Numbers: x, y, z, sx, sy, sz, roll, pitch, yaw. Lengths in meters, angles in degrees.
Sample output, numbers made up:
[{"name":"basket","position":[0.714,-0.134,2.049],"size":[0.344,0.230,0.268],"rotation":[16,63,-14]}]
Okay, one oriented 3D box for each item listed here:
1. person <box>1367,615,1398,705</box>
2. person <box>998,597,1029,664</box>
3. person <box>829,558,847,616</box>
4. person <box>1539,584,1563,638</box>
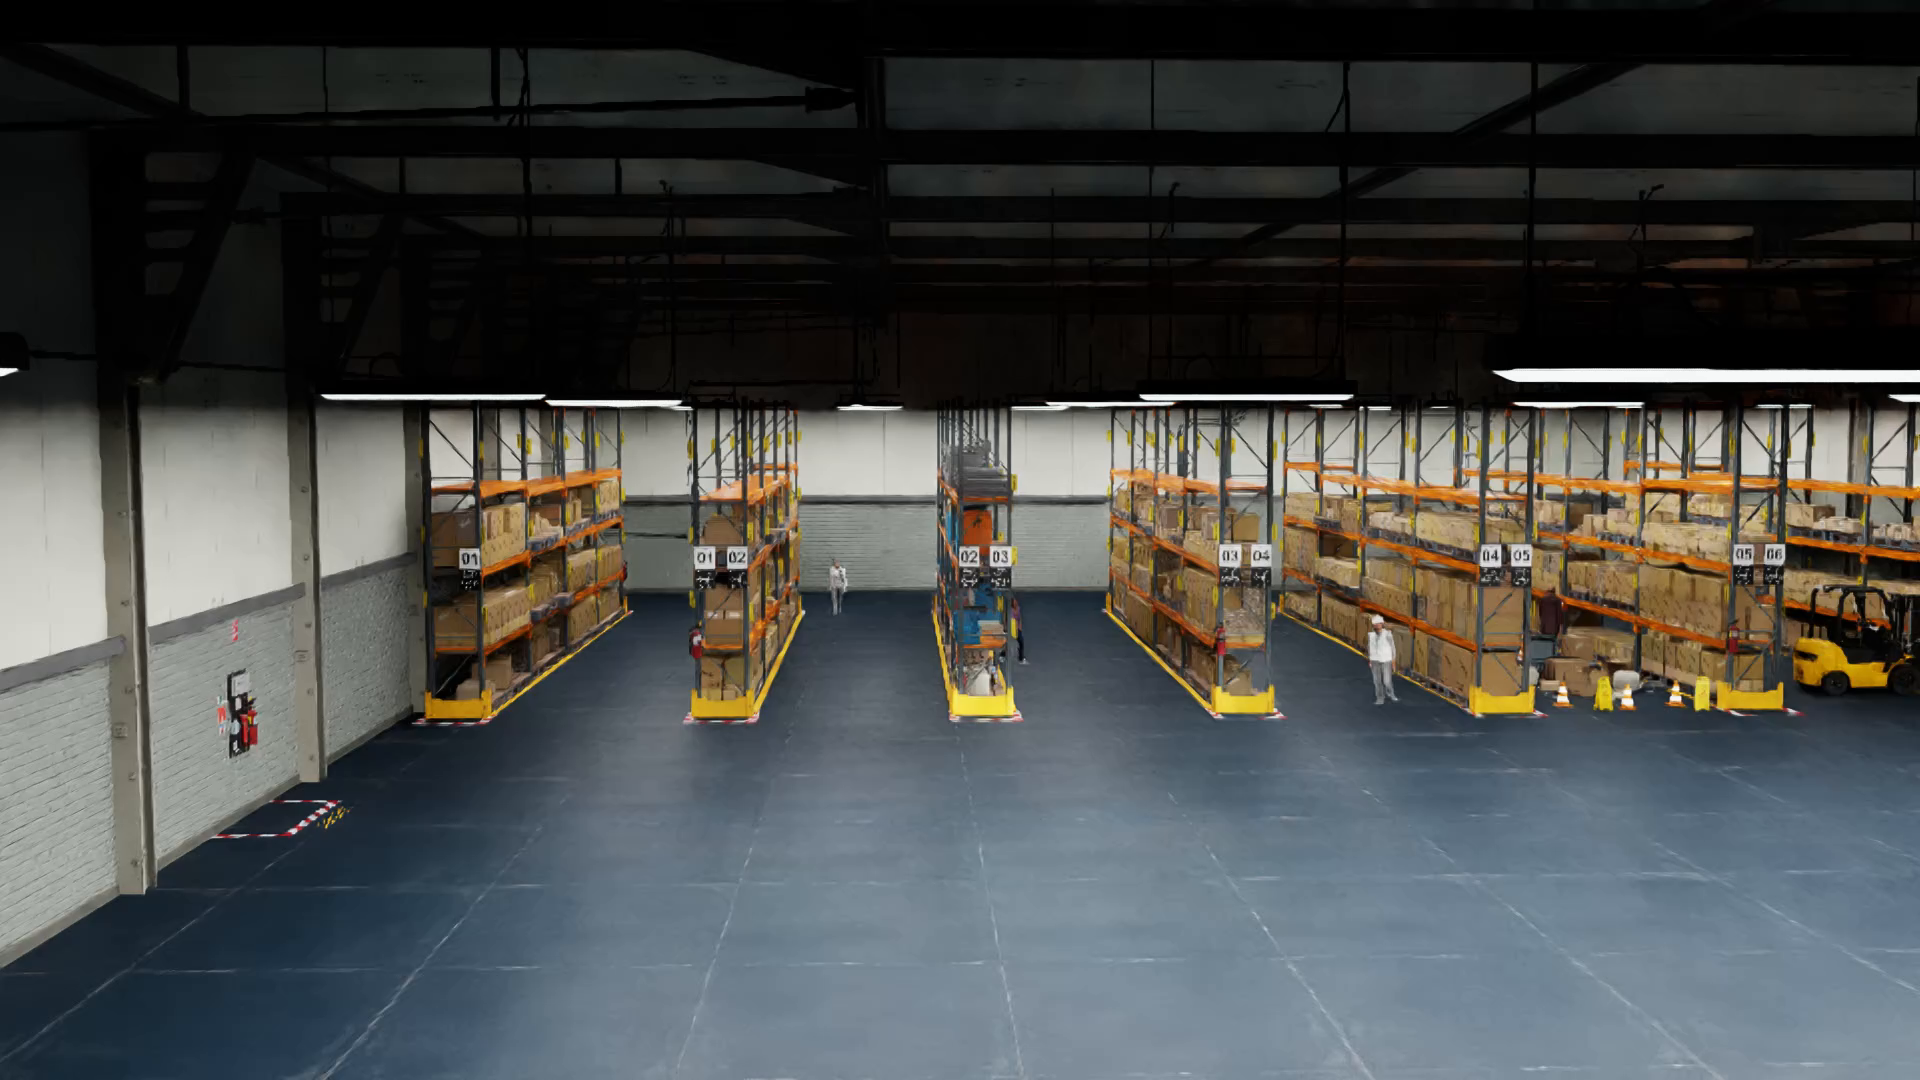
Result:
[{"name":"person","position":[8.245,2.336,32.485],"size":[0.588,1.768,0.558],"rotation":[3,5,35]},{"name":"person","position":[1.194,2.031,37.778],"size":[0.562,1.527,0.782],"rotation":[-2,5,-19]},{"name":"person","position":[-3.426,1.293,46.752],"size":[0.502,1.624,0.997],"rotation":[0,4,-3]},{"name":"person","position":[13.489,1.889,37.899],"size":[0.505,1.783,0.632],"rotation":[-3,5,-34]}]
